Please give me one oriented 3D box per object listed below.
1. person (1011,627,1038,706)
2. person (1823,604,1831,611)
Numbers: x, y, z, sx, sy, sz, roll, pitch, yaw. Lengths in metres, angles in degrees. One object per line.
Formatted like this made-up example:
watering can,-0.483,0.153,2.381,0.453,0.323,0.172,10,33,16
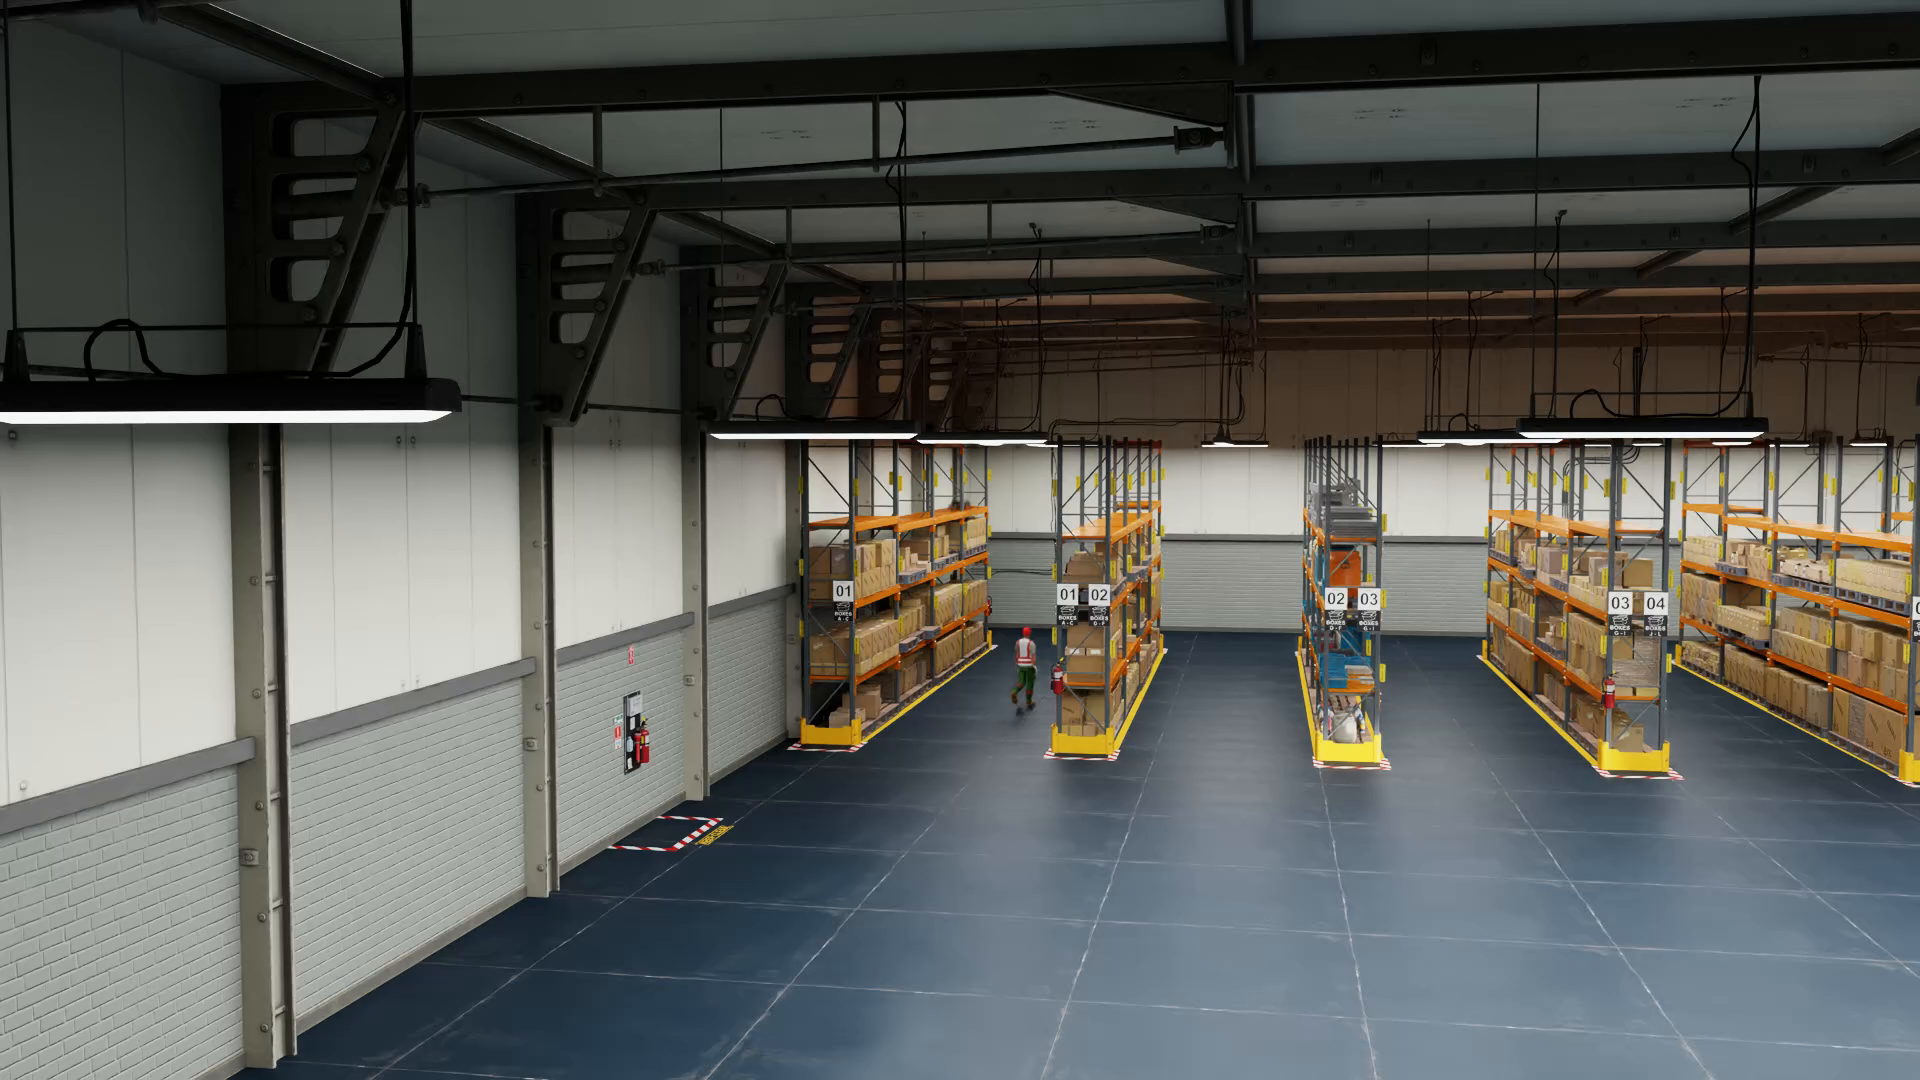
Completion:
person,1.445,2.819,37.090,0.559,1.777,0.724,3,4,44
person,23.368,2.456,44.813,0.465,1.690,0.381,0,3,-5
